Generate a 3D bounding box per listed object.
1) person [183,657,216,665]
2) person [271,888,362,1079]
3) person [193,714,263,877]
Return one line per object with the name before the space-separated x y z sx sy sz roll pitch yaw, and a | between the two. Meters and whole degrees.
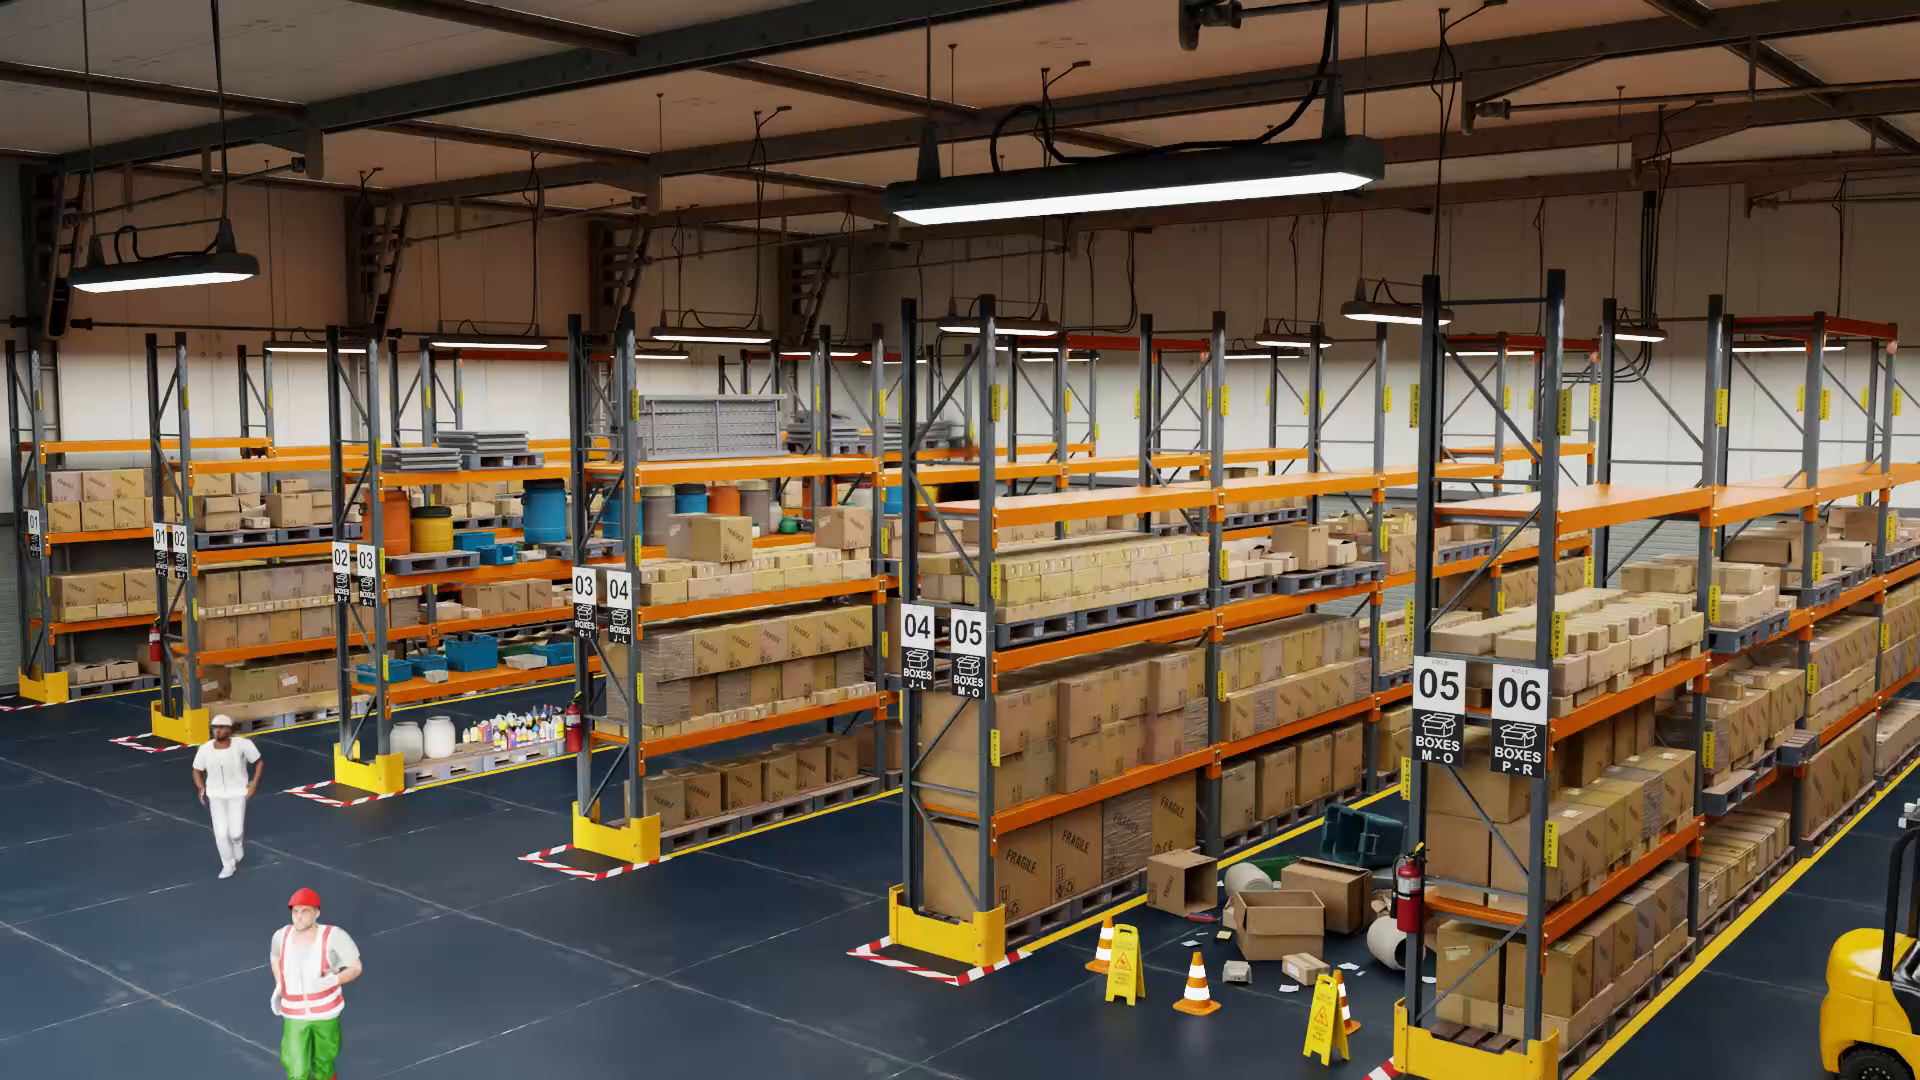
person | -12.102 1.898 26.808 0.693 1.744 0.716 3 6 27
person | -4.390 3.257 11.343 0.623 1.839 0.845 -1 5 -13
person | -7.827 2.714 17.766 0.698 1.729 0.546 -1 5 -13
